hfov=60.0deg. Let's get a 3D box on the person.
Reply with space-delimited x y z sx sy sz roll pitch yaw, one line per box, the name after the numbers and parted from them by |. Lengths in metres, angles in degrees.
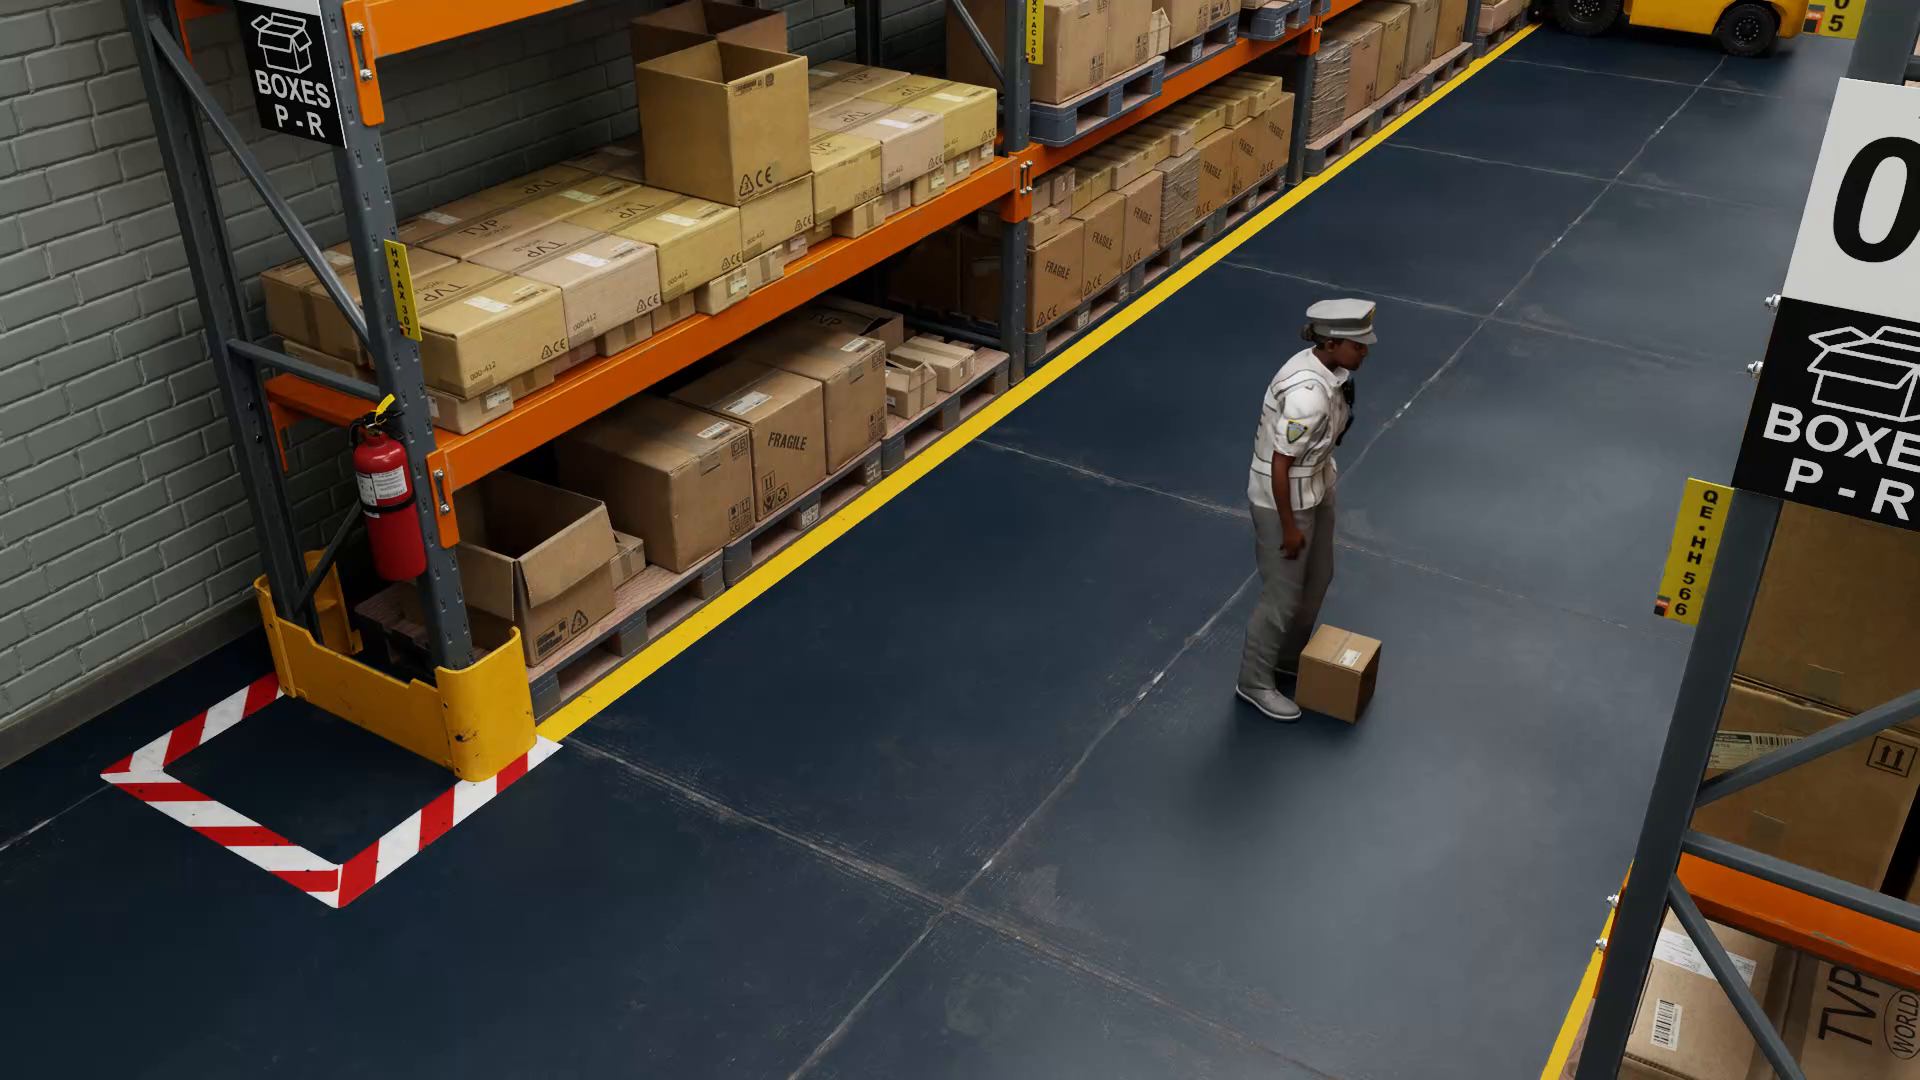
1.316 -0.136 6.356 0.420 1.664 0.531 16 34 25 | person
